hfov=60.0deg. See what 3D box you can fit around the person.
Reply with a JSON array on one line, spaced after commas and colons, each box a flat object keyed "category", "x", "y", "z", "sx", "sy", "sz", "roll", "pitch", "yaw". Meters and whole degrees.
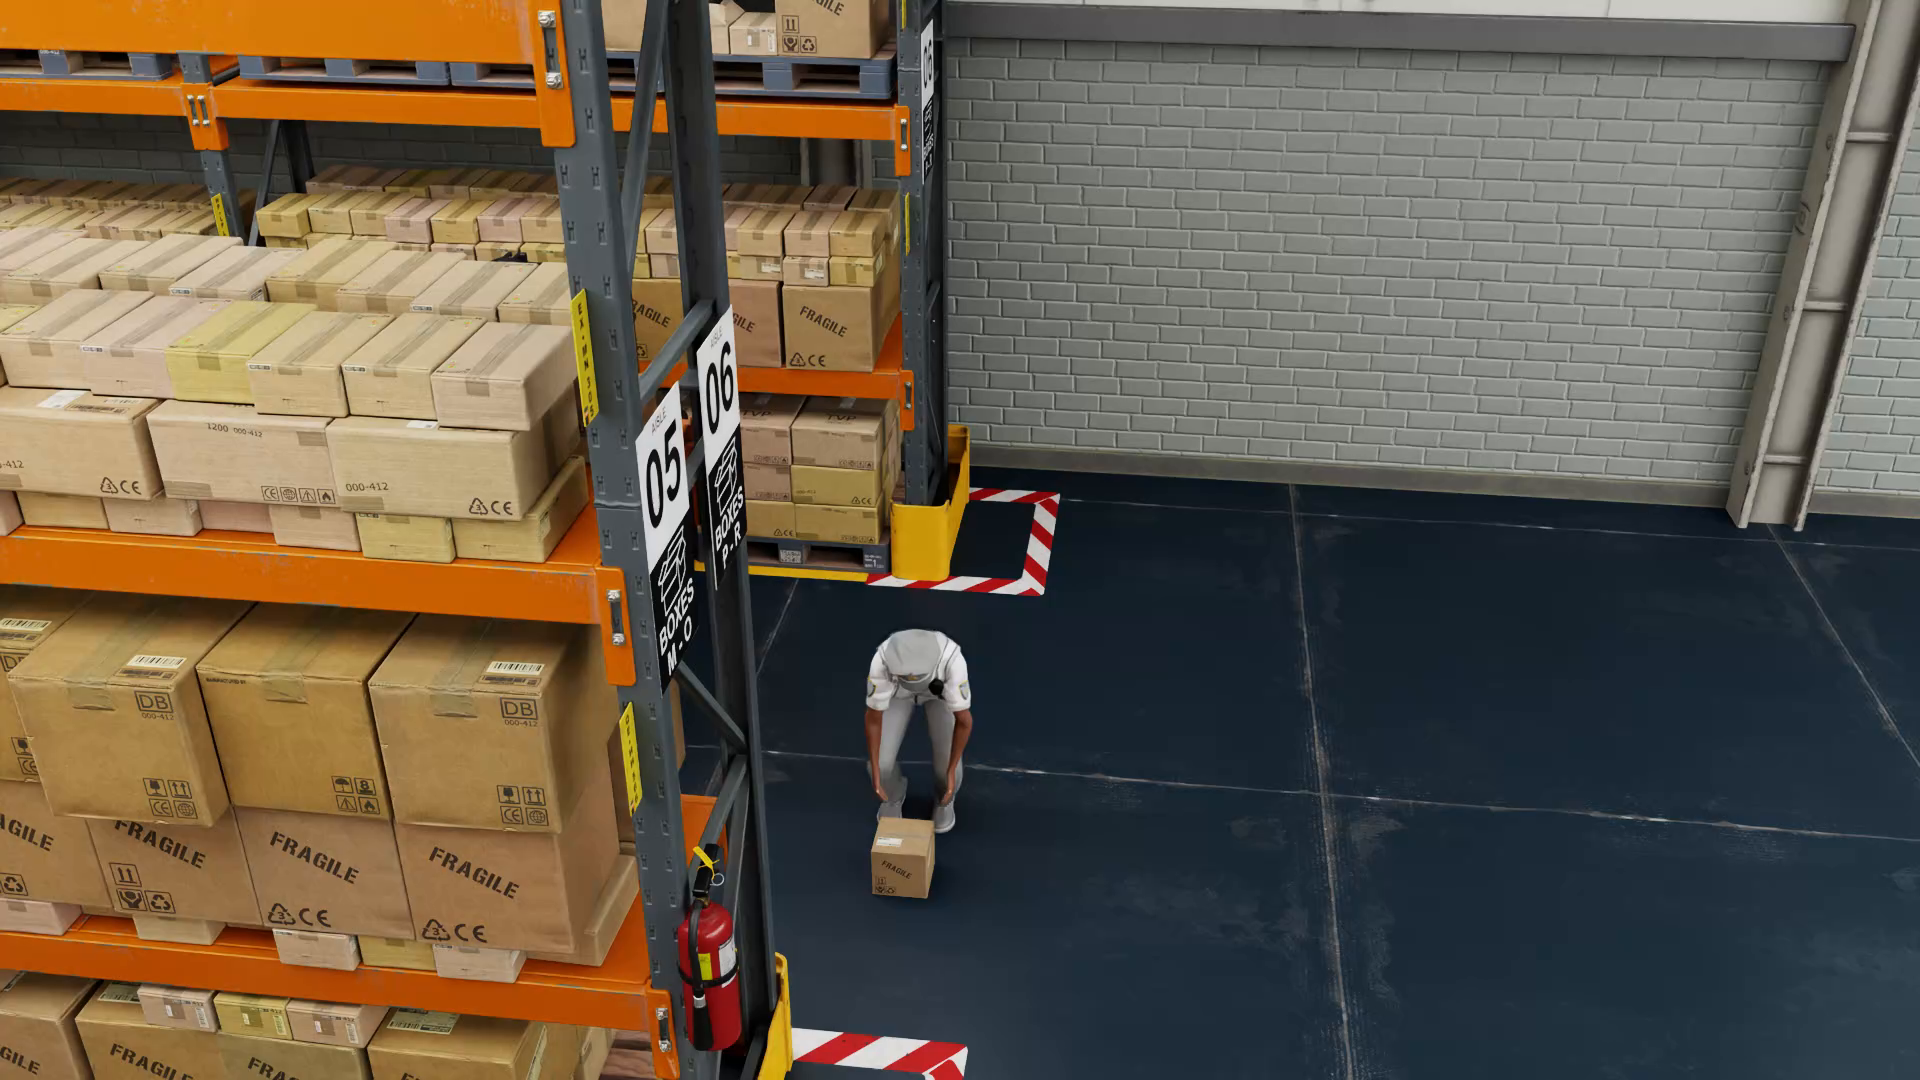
[{"category": "person", "x": -0.179, "y": 0.835, "z": 7.665, "sx": 0.501, "sy": 1.218, "sz": 0.792, "roll": 3, "pitch": 29, "yaw": 6}]
